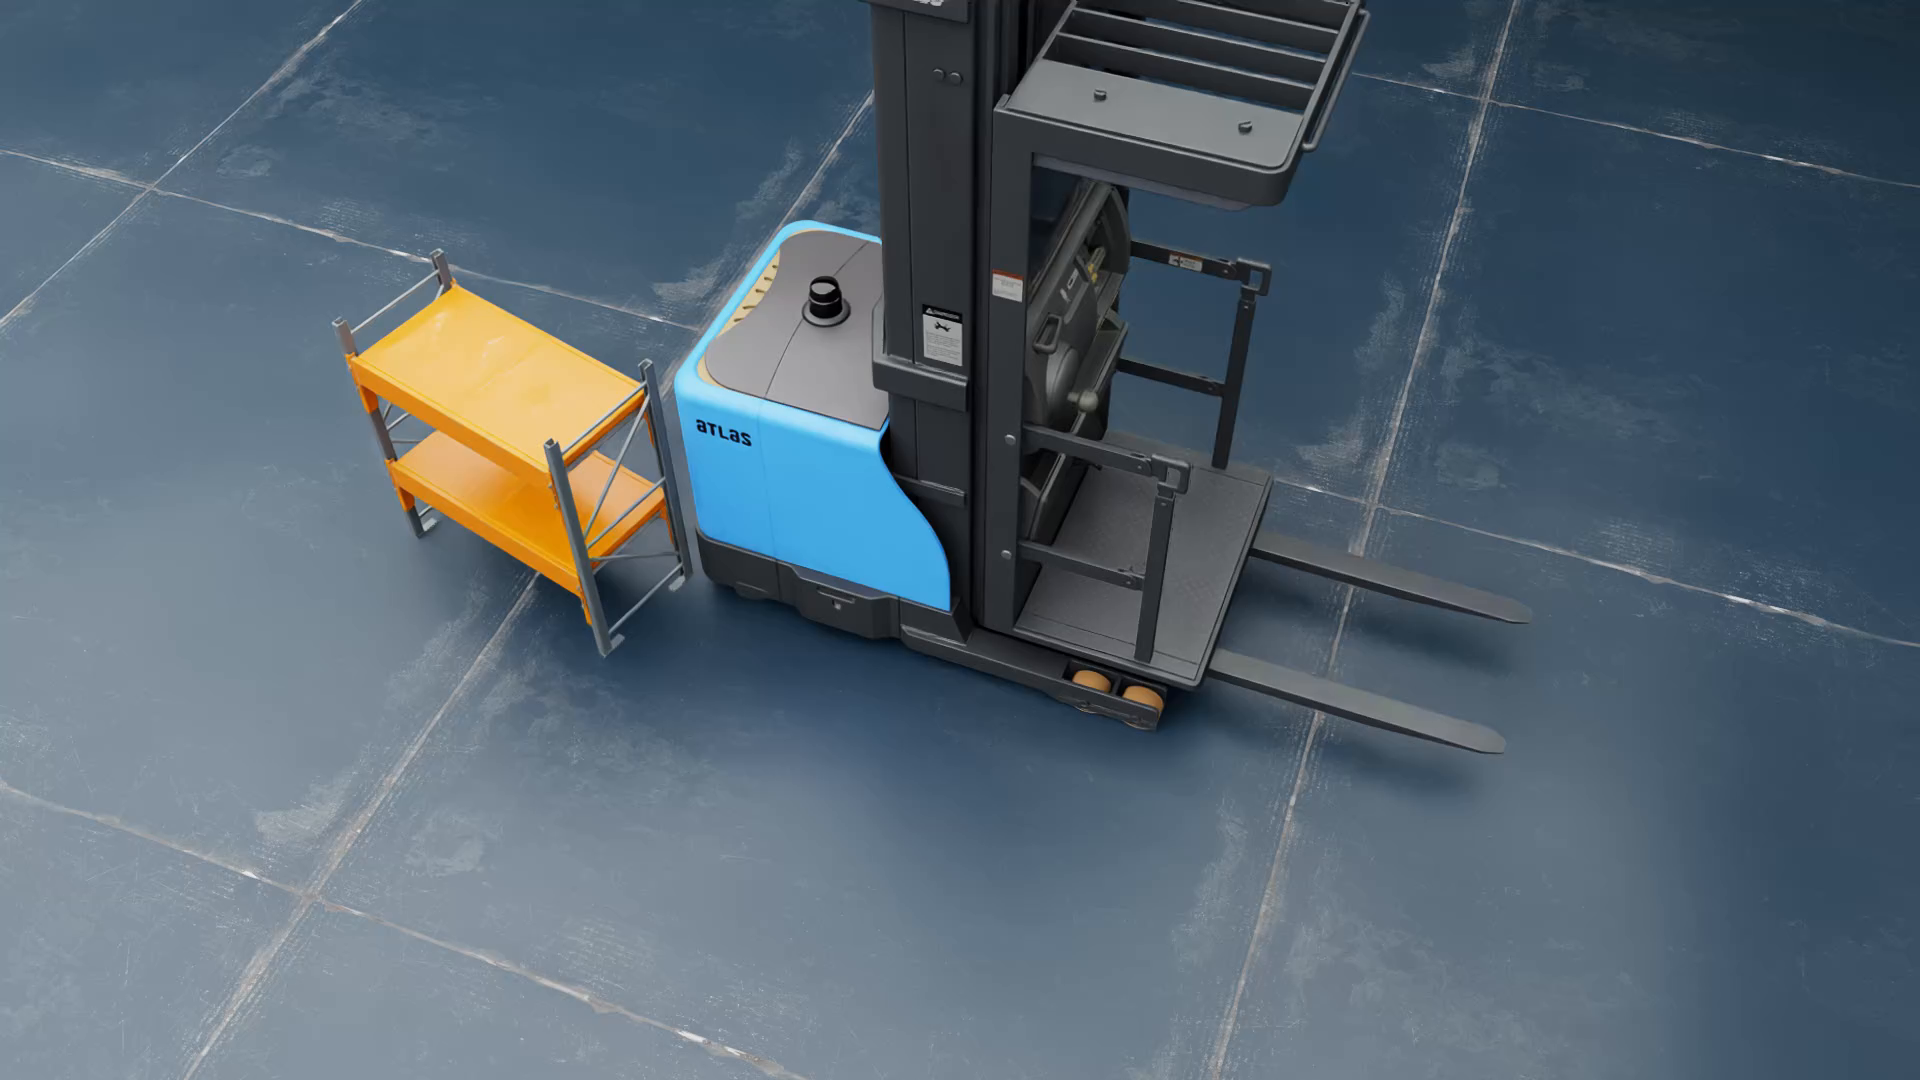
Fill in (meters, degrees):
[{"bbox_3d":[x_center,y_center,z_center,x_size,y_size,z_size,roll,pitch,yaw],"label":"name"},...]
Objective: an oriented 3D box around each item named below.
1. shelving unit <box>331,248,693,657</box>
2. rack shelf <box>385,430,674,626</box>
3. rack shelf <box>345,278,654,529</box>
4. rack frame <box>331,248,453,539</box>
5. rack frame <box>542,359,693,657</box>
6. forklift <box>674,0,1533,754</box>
[{"bbox_3d":[-1.615,-0.311,6.142,1.048,1.125,0.538,28,55,22],"label":"shelving unit"},{"bbox_3d":[-1.615,-0.151,6.327,1.000,0.278,0.538,28,55,22],"label":"rack shelf"},{"bbox_3d":[-1.615,-0.503,5.921,1.000,0.278,0.538,28,55,22],"label":"rack shelf"},{"bbox_3d":[-2.030,-0.533,6.334,0.032,1.125,0.500,28,55,22],"label":"rack frame"},{"bbox_3d":[-1.199,-0.090,5.950,0.032,1.125,0.500,28,55,22],"label":"rack frame"},{"bbox_3d":[0.570,-0.734,5.313,3.031,2.935,1.130,16,51,14],"label":"forklift"}]
